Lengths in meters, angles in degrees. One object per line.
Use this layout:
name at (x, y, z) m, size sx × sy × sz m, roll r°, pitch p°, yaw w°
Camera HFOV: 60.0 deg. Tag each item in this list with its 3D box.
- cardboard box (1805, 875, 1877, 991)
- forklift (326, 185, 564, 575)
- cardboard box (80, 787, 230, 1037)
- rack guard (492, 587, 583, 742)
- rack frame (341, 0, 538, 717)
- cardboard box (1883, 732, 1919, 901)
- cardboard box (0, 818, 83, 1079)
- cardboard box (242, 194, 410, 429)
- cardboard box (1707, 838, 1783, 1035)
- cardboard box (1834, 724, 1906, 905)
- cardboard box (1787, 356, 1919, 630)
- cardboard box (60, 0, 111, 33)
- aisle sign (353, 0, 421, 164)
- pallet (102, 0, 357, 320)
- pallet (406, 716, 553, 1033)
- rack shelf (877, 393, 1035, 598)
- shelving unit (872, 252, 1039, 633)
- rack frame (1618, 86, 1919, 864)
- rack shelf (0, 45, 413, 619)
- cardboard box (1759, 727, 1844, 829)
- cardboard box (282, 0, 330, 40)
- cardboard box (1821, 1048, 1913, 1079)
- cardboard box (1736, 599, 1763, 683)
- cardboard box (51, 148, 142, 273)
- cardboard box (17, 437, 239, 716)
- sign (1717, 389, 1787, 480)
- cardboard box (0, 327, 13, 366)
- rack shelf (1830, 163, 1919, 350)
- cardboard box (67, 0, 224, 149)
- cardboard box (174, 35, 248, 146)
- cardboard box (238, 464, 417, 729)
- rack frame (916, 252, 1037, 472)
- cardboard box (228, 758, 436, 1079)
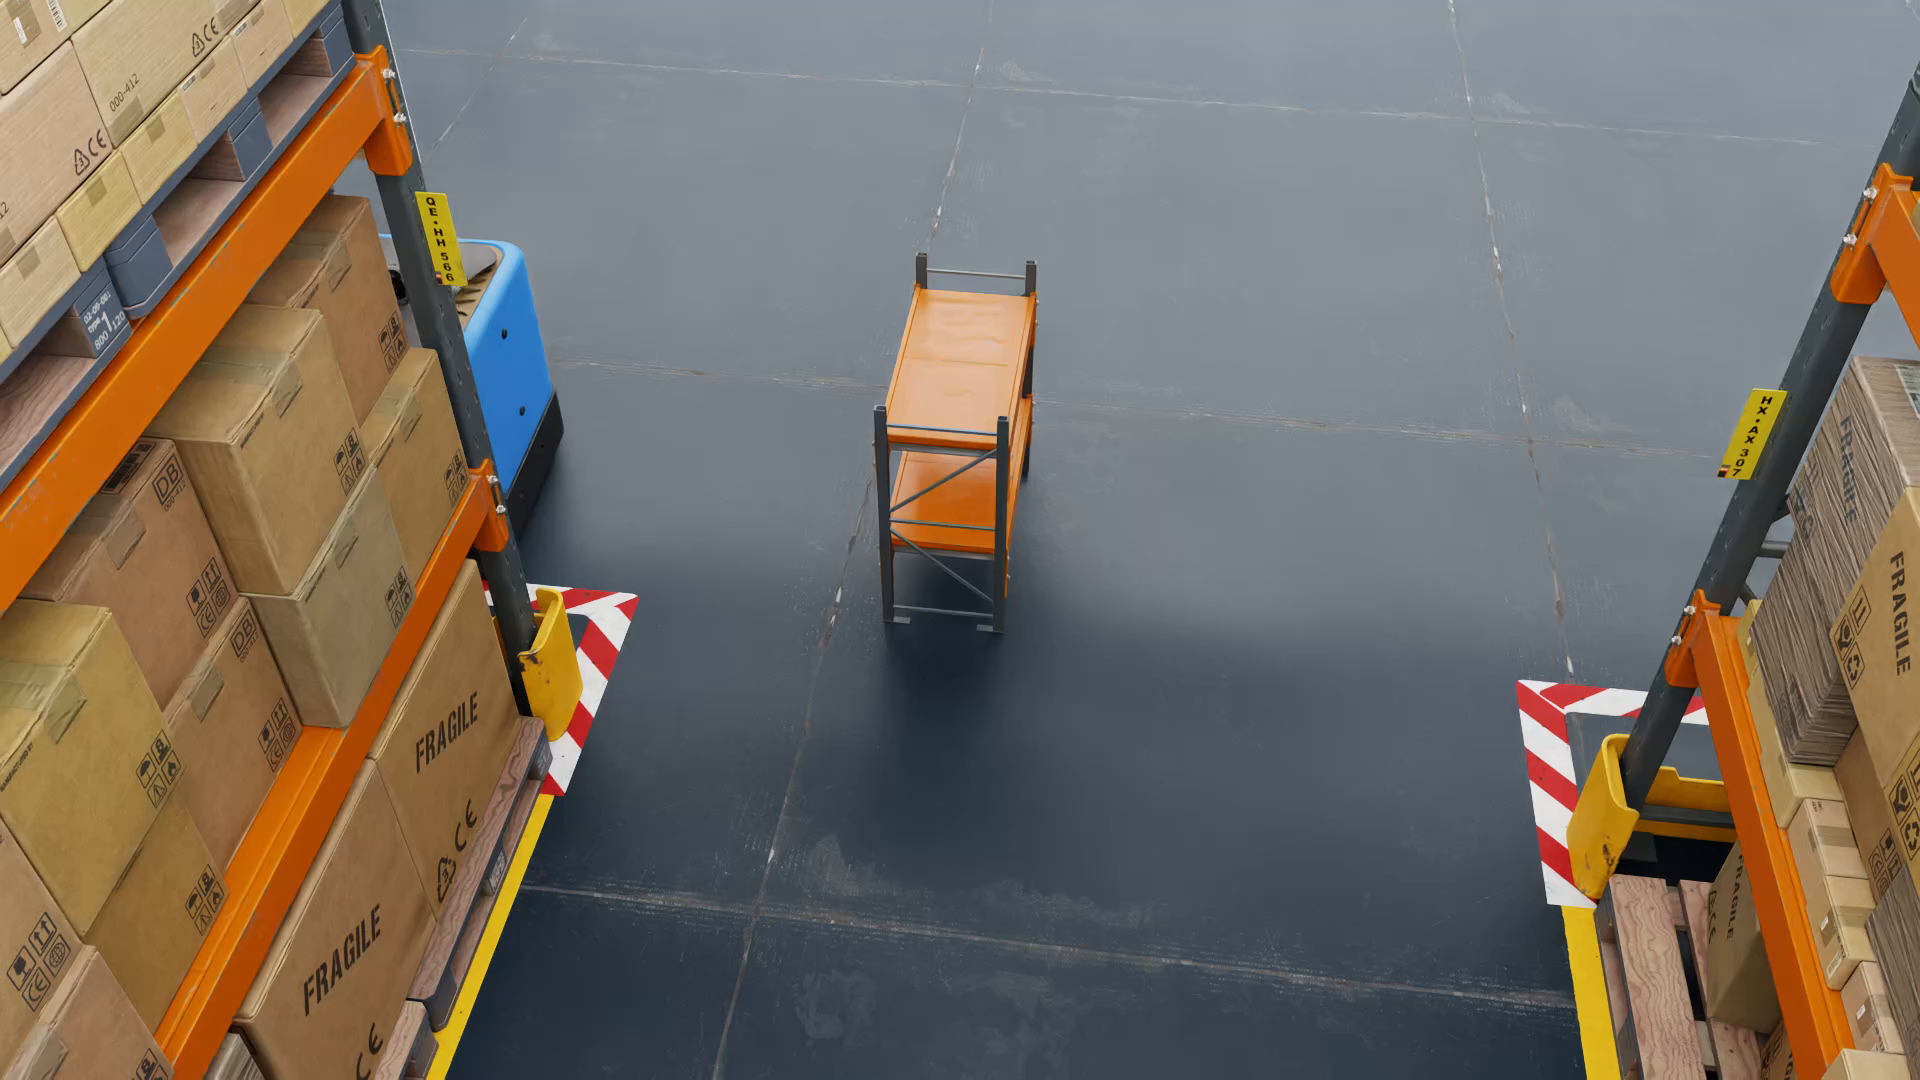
cardboard box at (2.377, 1.007, 4.187) m, size 0.380 × 0.149 × 0.250 m, roll 5°, pitch 44°, yaw 6°
forklift at (-3.377, -1.321, 6.513) m, size 3.031 × 2.935 × 1.130 m, roll 4°, pitch 44°, yaw 4°
cardboard box at (-2.382, 0.859, 4.052) m, size 0.875 × 0.550 × 0.500 m, roll 5°, pitch 44°, yaw 6°
rack guard at (-2.096, 0.436, 6.426) m, size 1.175 × 0.500 × 0.348 m, roll 5°, pitch 44°, yaw 6°
rack frame at (-2.099, -0.456, 5.550) m, size 1.000 × 3.000 × 0.127 m, roll 5°, pitch 44°, yaw 6°
cardboard box at (2.323, 0.588, 3.431) m, size 0.500 × 0.500 × 0.500 m, roll 5°, pitch 44°, yaw 6°
cardboard box at (-2.380, 0.835, 3.293) m, size 0.875 × 0.550 × 0.550 m, roll 5°, pitch 44°, yaw 6°
cardboard box at (-2.187, -0.653, 4.863) m, size 0.875 × 0.550 × 0.550 m, roll 5°, pitch 44°, yaw 6°
cardboard box at (2.705, 1.243, 5.268) m, size 0.500 × 0.500 × 0.500 m, roll 13°, pitch 45°, yaw 13°
cardboard box at (2.757, 0.644, 4.099) m, size 0.875 × 0.500 × 0.500 m, roll 5°, pitch 44°, yaw 6°
cardboard box at (2.461, -0.093, 4.151) m, size 0.500 × 0.500 × 0.500 m, roll 5°, pitch 44°, yaw 6°
cardboard box at (-1.909, -1.150, 3.326) m, size 0.380 × 0.149 × 0.250 m, roll 6°, pitch 44°, yaw 6°
aisle sign at (-1.793, -1.421, 4.678) m, size 0.394 × 0.787 × 0.004 m, roll 5°, pitch 44°, yaw 6°
pallet at (-2.187, -1.006, 4.014) m, size 1.003 × 0.211 × 1.213 m, roll 5°, pitch 44°, yaw 6°
pallet at (-2.128, 1.109, 5.925) m, size 1.003 × 0.211 × 1.213 m, roll 5°, pitch 44°, yaw 6°
rack shelf at (-0.001, -0.226, 7.026) m, size 0.538 × 0.278 × 1.000 m, roll 5°, pitch 44°, yaw 6°
shelving unit at (-0.001, -0.404, 6.858) m, size 0.538 × 1.125 × 1.048 m, roll 5°, pitch 44°, yaw 6°
rack frame at (2.804, 0.064, 5.001) m, size 1.000 × 3.000 × 0.127 m, roll 5°, pitch 44°, yaw 6°
rack shelf at (-2.364, 0.079, 3.326) m, size 1.077 × 0.370 × 4.000 m, roll 5°, pitch 44°, yaw 6°
cardboard box at (2.430, 0.665, 4.548) m, size 0.380 × 0.149 × 0.250 m, roll 5°, pitch 44°, yaw 6°
cardboard box at (-1.807, -1.385, 4.154) m, size 0.380 × 0.149 × 0.250 m, roll 5°, pitch 44°, yaw 5°
cardboard box at (2.235, 1.341, 3.835) m, size 0.380 × 0.149 × 0.250 m, roll 5°, pitch 44°, yaw 6°
cardboard box at (2.530, 0.328, 4.905) m, size 0.380 × 0.149 × 0.250 m, roll 5°, pitch 44°, yaw 6°
cardboard box at (-1.942, -0.691, 3.421) m, size 0.380 × 0.149 × 0.250 m, roll 5°, pitch 44°, yaw 5°
cardboard box at (-2.377, 0.100, 4.069) m, size 0.875 × 0.550 × 0.550 m, roll 5°, pitch 44°, yaw 6°
sign at (2.266, -0.300, 4.755) m, size 0.100 × 0.325 × 0.005 m, roll 5°, pitch 44°, yaw 6°
cardboard box at (-2.010, -0.346, 3.056) m, size 0.380 × 0.149 × 0.250 m, roll 6°, pitch 44°, yaw 6°
rack shelf at (2.539, 0.599, 2.777) m, size 1.077 × 0.370 × 4.000 m, roll 5°, pitch 44°, yaw 6°
cardboard box at (-1.954, -1.087, 3.550) m, size 0.500 × 0.250 × 0.500 m, roll 5°, pitch 44°, yaw 6°
cardboard box at (-1.875, -1.038, 3.788) m, size 0.380 × 0.149 × 0.250 m, roll 6°, pitch 44°, yaw 6°
cardboard box at (-2.155, 0.124, 4.829) m, size 0.875 × 0.550 × 0.550 m, roll 5°, pitch 44°, yaw 6°
rack frame at (0.066, -0.750, 7.224) m, size 0.500 × 1.125 × 0.032 m, roll 5°, pitch 44°, yaw 6°
cardboard box at (-2.238, 1.231, 5.008) m, size 0.875 × 0.875 × 0.875 m, roll 5°, pitch 44°, yaw 5°
